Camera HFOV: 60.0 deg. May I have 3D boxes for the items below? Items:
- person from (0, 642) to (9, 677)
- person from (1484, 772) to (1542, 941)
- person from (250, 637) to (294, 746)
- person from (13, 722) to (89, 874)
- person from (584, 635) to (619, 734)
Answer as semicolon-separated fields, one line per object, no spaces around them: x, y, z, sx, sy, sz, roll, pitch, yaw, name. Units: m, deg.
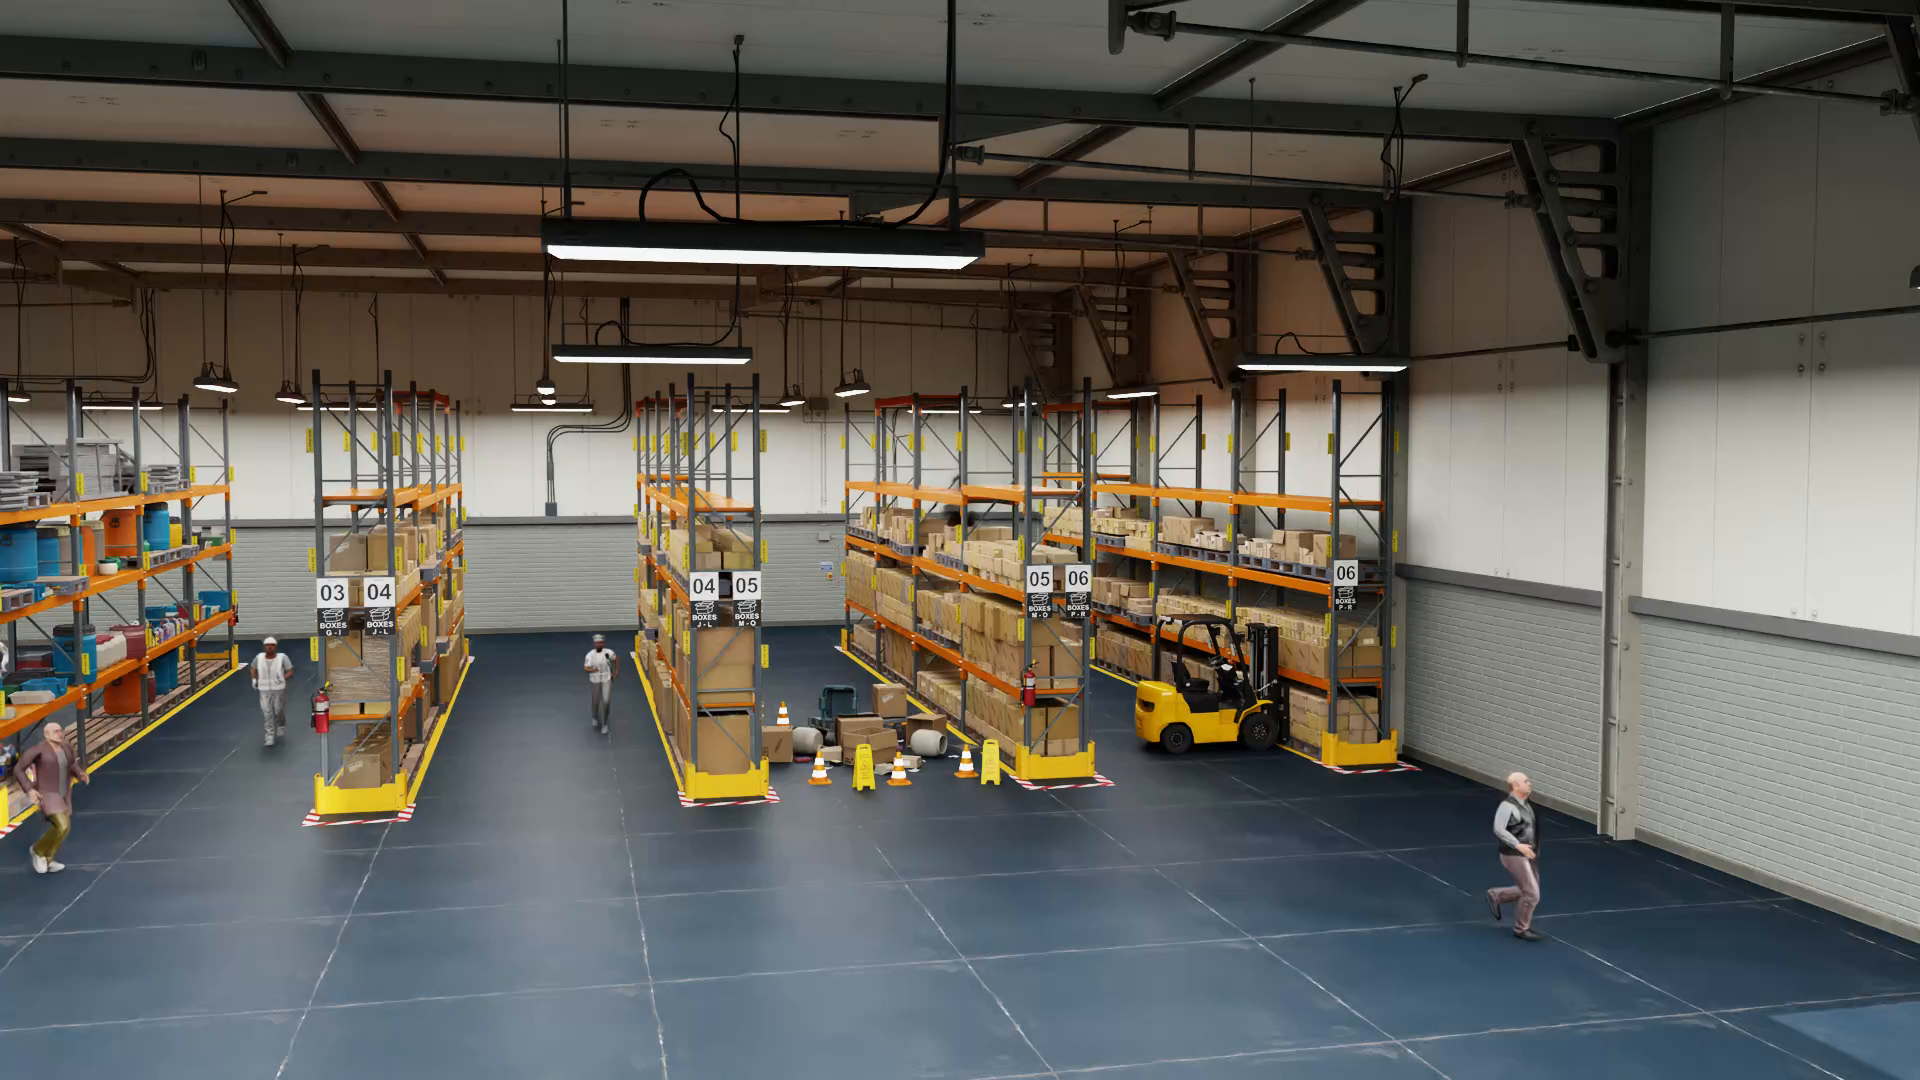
-17.534;2.422;30.090;0.592;1.734;0.684;-1;4;-24;person
5.614;3.183;16.877;0.654;1.676;0.681;3;4;40;person
-11.487;2.501;27.752;0.687;1.769;0.869;-1;3;-15;person
-10.545;3.001;19.422;0.662;1.751;0.716;1;3;14;person
-6.234;2.492;28.934;0.584;1.738;0.881;-1;3;-11;person
